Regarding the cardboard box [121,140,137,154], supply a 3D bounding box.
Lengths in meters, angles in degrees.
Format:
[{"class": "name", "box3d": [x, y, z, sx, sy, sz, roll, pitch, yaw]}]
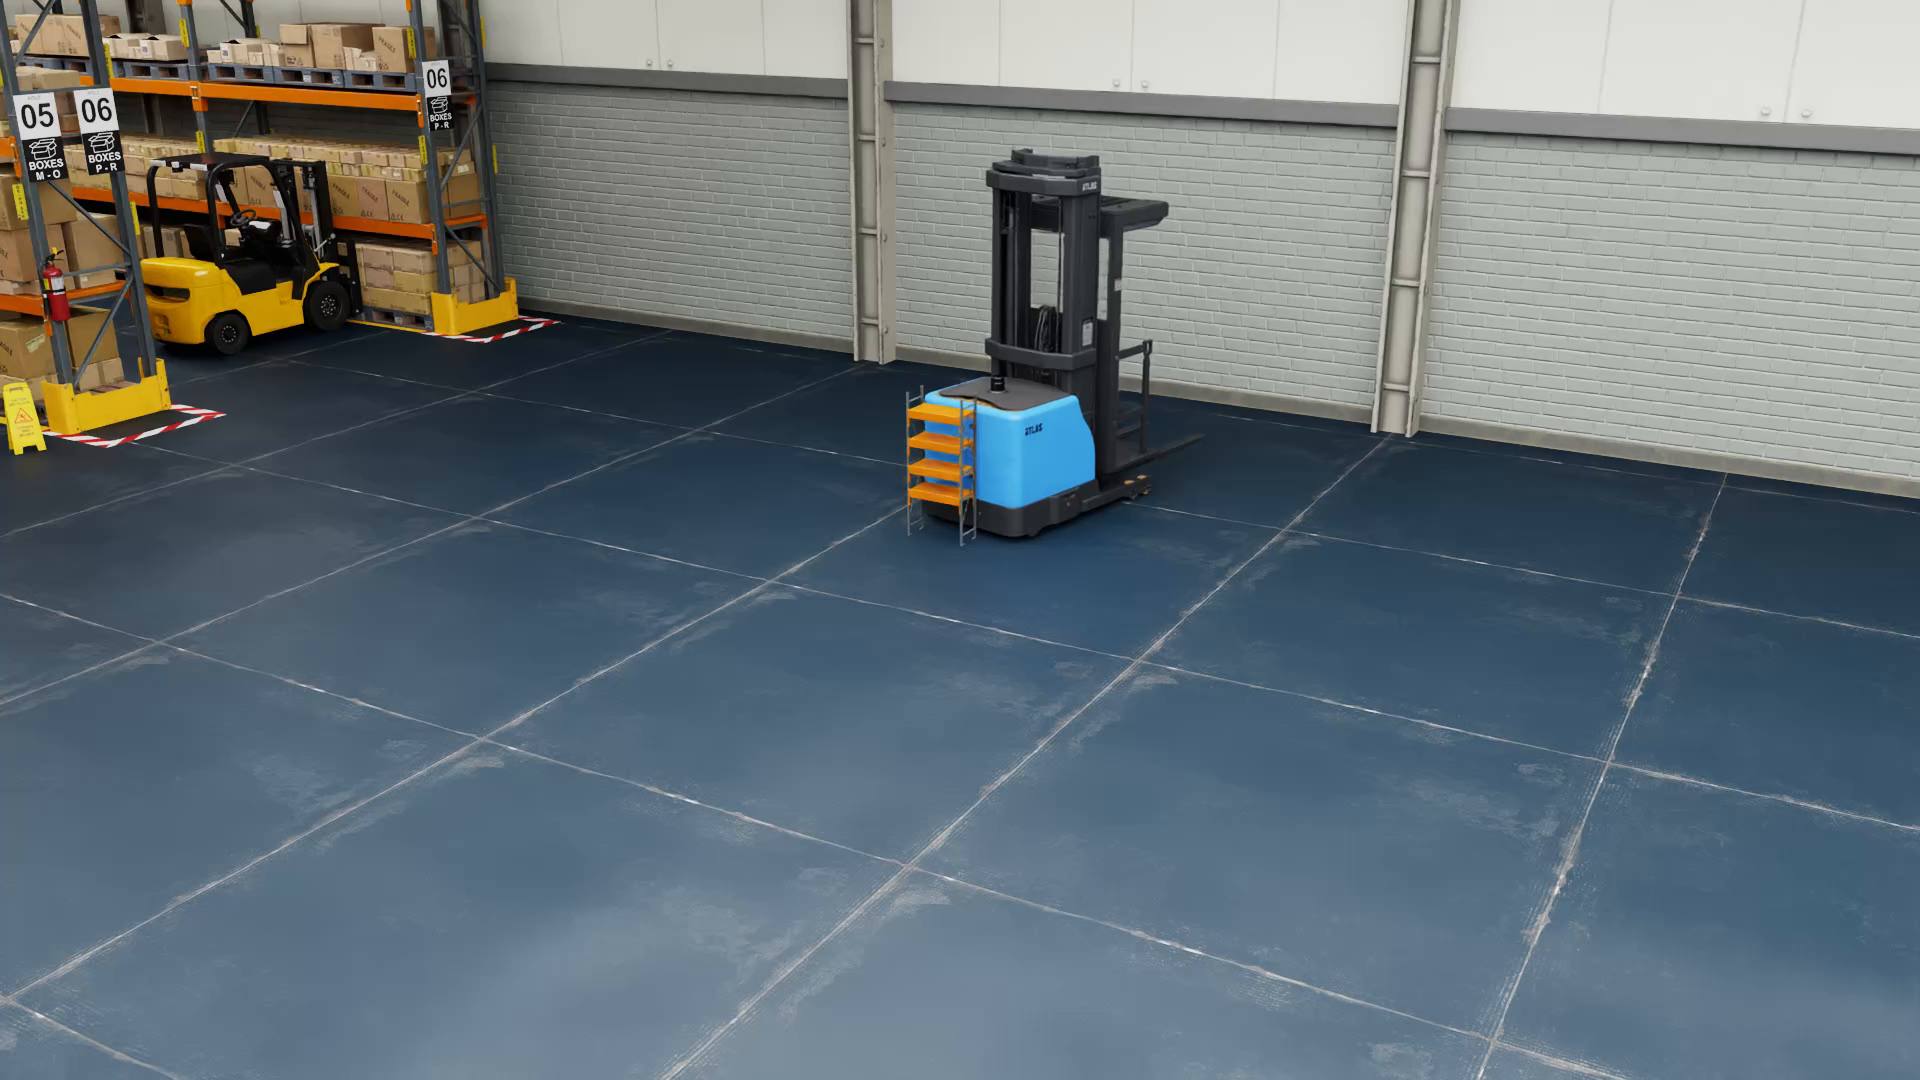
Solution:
[{"class": "cardboard box", "box3d": [-11.339, -5.326, 22.552, 0.250, 0.149, 0.380, 10, 22, 26]}]

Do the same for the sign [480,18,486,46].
[{"class": "sign", "box3d": [-5.765, -6.116, 20.031, 0.005, 0.325, 0.100, 11, 23, 27]}]

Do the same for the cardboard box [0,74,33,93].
[{"class": "cardboard box", "box3d": [-8.897, -4.251, 15.485, 0.250, 0.149, 0.380, 11, 23, 28]}]

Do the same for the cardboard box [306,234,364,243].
[{"class": "cardboard box", "box3d": [-7.928, -3.703, 21.125, 0.500, 0.250, 0.500, 10, 22, 26]}]

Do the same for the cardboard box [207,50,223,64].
[{"class": "cardboard box", "box3d": [-9.289, -6.130, 21.074, 0.250, 0.149, 0.380, 11, 23, 28]}]

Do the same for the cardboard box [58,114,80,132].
[{"class": "cardboard box", "box3d": [-8.589, -4.059, 16.126, 0.250, 0.149, 0.380, 11, 23, 27]}]

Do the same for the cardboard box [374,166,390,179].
[{"class": "cardboard box", "box3d": [-6.914, -4.515, 20.315, 0.250, 0.149, 0.380, 11, 23, 28]}]

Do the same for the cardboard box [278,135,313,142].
[{"class": "cardboard box", "box3d": [-8.670, -5.194, 21.750, 0.250, 0.149, 0.380, 11, 22, 27]}]

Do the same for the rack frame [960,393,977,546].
[{"class": "rack frame", "box3d": [0.065, -0.549, 13.120, 0.015, 1.200, 0.240, 11, 23, 28]}]

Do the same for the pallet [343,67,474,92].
[{"class": "pallet", "box3d": [-6.645, -5.588, 20.101, 1.213, 0.211, 1.003, 11, 23, 27]}]

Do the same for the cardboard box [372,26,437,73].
[{"class": "cardboard box", "box3d": [-6.546, -5.796, 19.638, 0.500, 0.500, 0.500, 12, 23, 29]}]

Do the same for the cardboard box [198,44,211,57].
[{"class": "cardboard box", "box3d": [-10.178, -6.495, 22.079, 0.250, 0.149, 0.380, 11, 23, 27]}]

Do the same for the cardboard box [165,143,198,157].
[{"class": "cardboard box", "box3d": [-10.361, -5.196, 22.191, 0.250, 0.149, 0.380, 11, 23, 27]}]

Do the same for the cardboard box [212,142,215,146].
[{"class": "cardboard box", "box3d": [-9.944, -5.293, 22.461, 0.250, 0.149, 0.380, 10, 22, 26]}]

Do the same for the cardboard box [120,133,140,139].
[{"class": "cardboard box", "box3d": [-11.724, -5.624, 23.373, 0.250, 0.149, 0.380, 11, 22, 27]}]

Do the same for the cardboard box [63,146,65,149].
[{"class": "cardboard box", "box3d": [-12.420, -5.556, 23.186, 0.250, 0.149, 0.380, 11, 23, 29]}]

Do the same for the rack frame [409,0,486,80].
[{"class": "rack frame", "box3d": [-6.041, -6.914, 19.229, 0.127, 3.000, 1.000, 11, 23, 27]}]

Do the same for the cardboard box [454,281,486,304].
[{"class": "cardboard box", "box3d": [-6.374, -3.139, 21.035, 0.500, 0.250, 0.500, 11, 23, 28]}]

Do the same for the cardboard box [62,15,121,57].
[{"class": "cardboard box", "box3d": [-11.623, -6.763, 22.304, 0.500, 0.500, 0.500, 11, 23, 29]}]

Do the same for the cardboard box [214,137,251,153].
[{"class": "cardboard box", "box3d": [-9.399, -5.109, 21.518, 0.250, 0.149, 0.380, 11, 23, 28]}]

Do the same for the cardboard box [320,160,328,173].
[{"class": "cardboard box", "box3d": [-7.786, -4.694, 20.810, 0.250, 0.149, 0.380, 11, 22, 27]}]

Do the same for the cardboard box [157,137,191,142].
[{"class": "cardboard box", "box3d": [-10.822, -5.461, 22.923, 0.250, 0.149, 0.380, 11, 22, 27]}]

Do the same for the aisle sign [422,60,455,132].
[{"class": "aisle sign", "box3d": [-6.127, -5.218, 19.538, 0.004, 0.787, 0.394, 11, 23, 27]}]

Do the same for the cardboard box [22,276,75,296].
[{"class": "cardboard box", "box3d": [-8.889, -2.496, 16.215, 0.250, 0.149, 0.380, 12, 23, 29]}]

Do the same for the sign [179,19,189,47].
[{"class": "sign", "box3d": [-9.789, -6.397, 20.983, 0.005, 0.325, 0.100, 11, 23, 27]}]

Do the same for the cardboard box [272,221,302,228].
[{"class": "cardboard box", "box3d": [-9.009, -4.110, 22.246, 0.500, 0.250, 0.500, 11, 23, 28]}]

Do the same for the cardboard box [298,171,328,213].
[{"class": "cardboard box", "box3d": [-7.939, -4.399, 20.947, 0.500, 0.500, 0.500, 11, 23, 28]}]

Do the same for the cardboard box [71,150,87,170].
[{"class": "cardboard box", "box3d": [-11.872, -5.266, 22.971, 0.500, 0.250, 0.500, 10, 22, 26]}]

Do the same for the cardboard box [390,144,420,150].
[{"class": "cardboard box", "box3d": [-6.888, -4.844, 20.786, 0.250, 0.149, 0.380, 11, 23, 28]}]

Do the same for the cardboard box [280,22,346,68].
[{"class": "cardboard box", "box3d": [-7.884, -6.107, 20.488, 0.637, 0.503, 0.797, 12, 23, 29]}]

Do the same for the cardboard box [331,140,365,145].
[{"class": "cardboard box", "box3d": [-7.799, -5.014, 21.254, 0.250, 0.149, 0.380, 12, 23, 29]}]

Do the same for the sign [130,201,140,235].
[{"class": "sign", "box3d": [-8.194, -3.184, 16.474, 0.005, 0.325, 0.100, 11, 23, 27]}]

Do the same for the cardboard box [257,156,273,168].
[{"class": "cardboard box", "box3d": [-8.736, -4.839, 21.208, 0.250, 0.149, 0.380, 11, 23, 28]}]

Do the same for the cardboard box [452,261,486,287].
[{"class": "cardboard box", "box3d": [-6.350, -3.374, 20.950, 0.500, 0.250, 0.500, 11, 23, 28]}]

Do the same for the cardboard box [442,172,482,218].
[{"class": "cardboard box", "box3d": [-6.338, -4.306, 20.690, 0.500, 0.500, 0.500, 12, 23, 29]}]

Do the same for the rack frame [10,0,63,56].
[{"class": "rack frame", "box3d": [-13.025, -8.244, 22.897, 0.127, 3.000, 1.000, 11, 23, 27]}]

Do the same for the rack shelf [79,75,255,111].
[{"class": "rack shelf", "box3d": [-11.279, -6.164, 22.614, 4.000, 0.370, 1.077, 11, 23, 27]}]

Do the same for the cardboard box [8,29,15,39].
[{"class": "cardboard box", "box3d": [-13.469, -7.060, 23.230, 0.250, 0.149, 0.380, 12, 23, 29]}]

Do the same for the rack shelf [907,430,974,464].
[{"class": "rack shelf", "box3d": [-0.146, -0.738, 13.181, 0.480, 0.148, 0.258, 11, 23, 28]}]

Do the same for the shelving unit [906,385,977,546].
[{"class": "shelving unit", "box3d": [-0.146, -0.591, 13.235, 0.503, 1.200, 0.258, 11, 23, 28]}]

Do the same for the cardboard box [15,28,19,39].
[{"class": "cardboard box", "box3d": [-13.212, -7.235, 23.711, 0.250, 0.149, 0.380, 10, 22, 25]}]

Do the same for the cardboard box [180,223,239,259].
[{"class": "cardboard box", "box3d": [-9.994, -3.924, 22.649, 0.625, 0.625, 0.875, 12, 23, 30]}]

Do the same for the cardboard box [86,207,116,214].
[{"class": "cardboard box", "box3d": [-12.487, -4.397, 23.956, 0.625, 0.625, 0.875, 12, 23, 29]}]

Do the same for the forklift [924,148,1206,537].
[{"class": "forklift", "box3d": [1.034, -1.826, 14.102, 1.130, 2.935, 3.031, 16, 26, 38]}]

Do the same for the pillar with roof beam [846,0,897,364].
[{"class": "pillar with roof beam", "box3d": [-3.070, -5.019, 14.004, 0.400, 9.000, 9.100, 11, 23, 27]}]

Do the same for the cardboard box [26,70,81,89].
[{"class": "cardboard box", "box3d": [-8.669, -4.402, 15.902, 0.250, 0.149, 0.380, 11, 22, 27]}]

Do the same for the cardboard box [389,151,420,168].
[{"class": "cardboard box", "box3d": [-6.687, -4.614, 20.152, 0.250, 0.149, 0.380, 11, 23, 27]}]

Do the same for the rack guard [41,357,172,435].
[{"class": "rack guard", "box3d": [-8.525, -1.453, 16.638, 0.348, 0.500, 1.175, 11, 23, 27]}]

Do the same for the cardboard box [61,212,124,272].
[{"class": "cardboard box", "box3d": [-8.736, -2.964, 16.554, 0.500, 0.500, 0.500, 10, 22, 26]}]

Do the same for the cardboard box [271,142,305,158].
[{"class": "cardboard box", "box3d": [-8.485, -4.945, 21.063, 0.250, 0.149, 0.380, 10, 22, 26]}]

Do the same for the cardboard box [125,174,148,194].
[{"class": "cardboard box", "box3d": [-10.961, -4.868, 22.606, 0.500, 0.250, 0.500, 11, 23, 28]}]

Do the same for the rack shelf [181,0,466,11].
[{"class": "rack shelf", "box3d": [-7.787, -6.720, 20.337, 4.000, 0.370, 1.077, 11, 23, 27]}]

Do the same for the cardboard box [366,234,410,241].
[{"class": "cardboard box", "box3d": [-7.237, -3.773, 21.319, 0.500, 0.250, 0.500, 11, 22, 27]}]

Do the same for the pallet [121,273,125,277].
[{"class": "pallet", "box3d": [-12.325, -3.965, 23.986, 1.213, 0.211, 1.003, 11, 23, 27]}]

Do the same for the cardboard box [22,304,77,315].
[{"class": "cardboard box", "box3d": [-9.507, -2.179, 17.289, 0.500, 0.500, 0.500, 10, 22, 25]}]

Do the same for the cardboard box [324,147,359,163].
[{"class": "cardboard box", "box3d": [-7.619, -4.765, 20.568, 0.250, 0.149, 0.380, 11, 23, 28]}]

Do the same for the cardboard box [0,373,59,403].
[{"class": "cardboard box", "box3d": [-9.316, -1.579, 16.735, 0.500, 0.250, 0.500, 11, 23, 27]}]
